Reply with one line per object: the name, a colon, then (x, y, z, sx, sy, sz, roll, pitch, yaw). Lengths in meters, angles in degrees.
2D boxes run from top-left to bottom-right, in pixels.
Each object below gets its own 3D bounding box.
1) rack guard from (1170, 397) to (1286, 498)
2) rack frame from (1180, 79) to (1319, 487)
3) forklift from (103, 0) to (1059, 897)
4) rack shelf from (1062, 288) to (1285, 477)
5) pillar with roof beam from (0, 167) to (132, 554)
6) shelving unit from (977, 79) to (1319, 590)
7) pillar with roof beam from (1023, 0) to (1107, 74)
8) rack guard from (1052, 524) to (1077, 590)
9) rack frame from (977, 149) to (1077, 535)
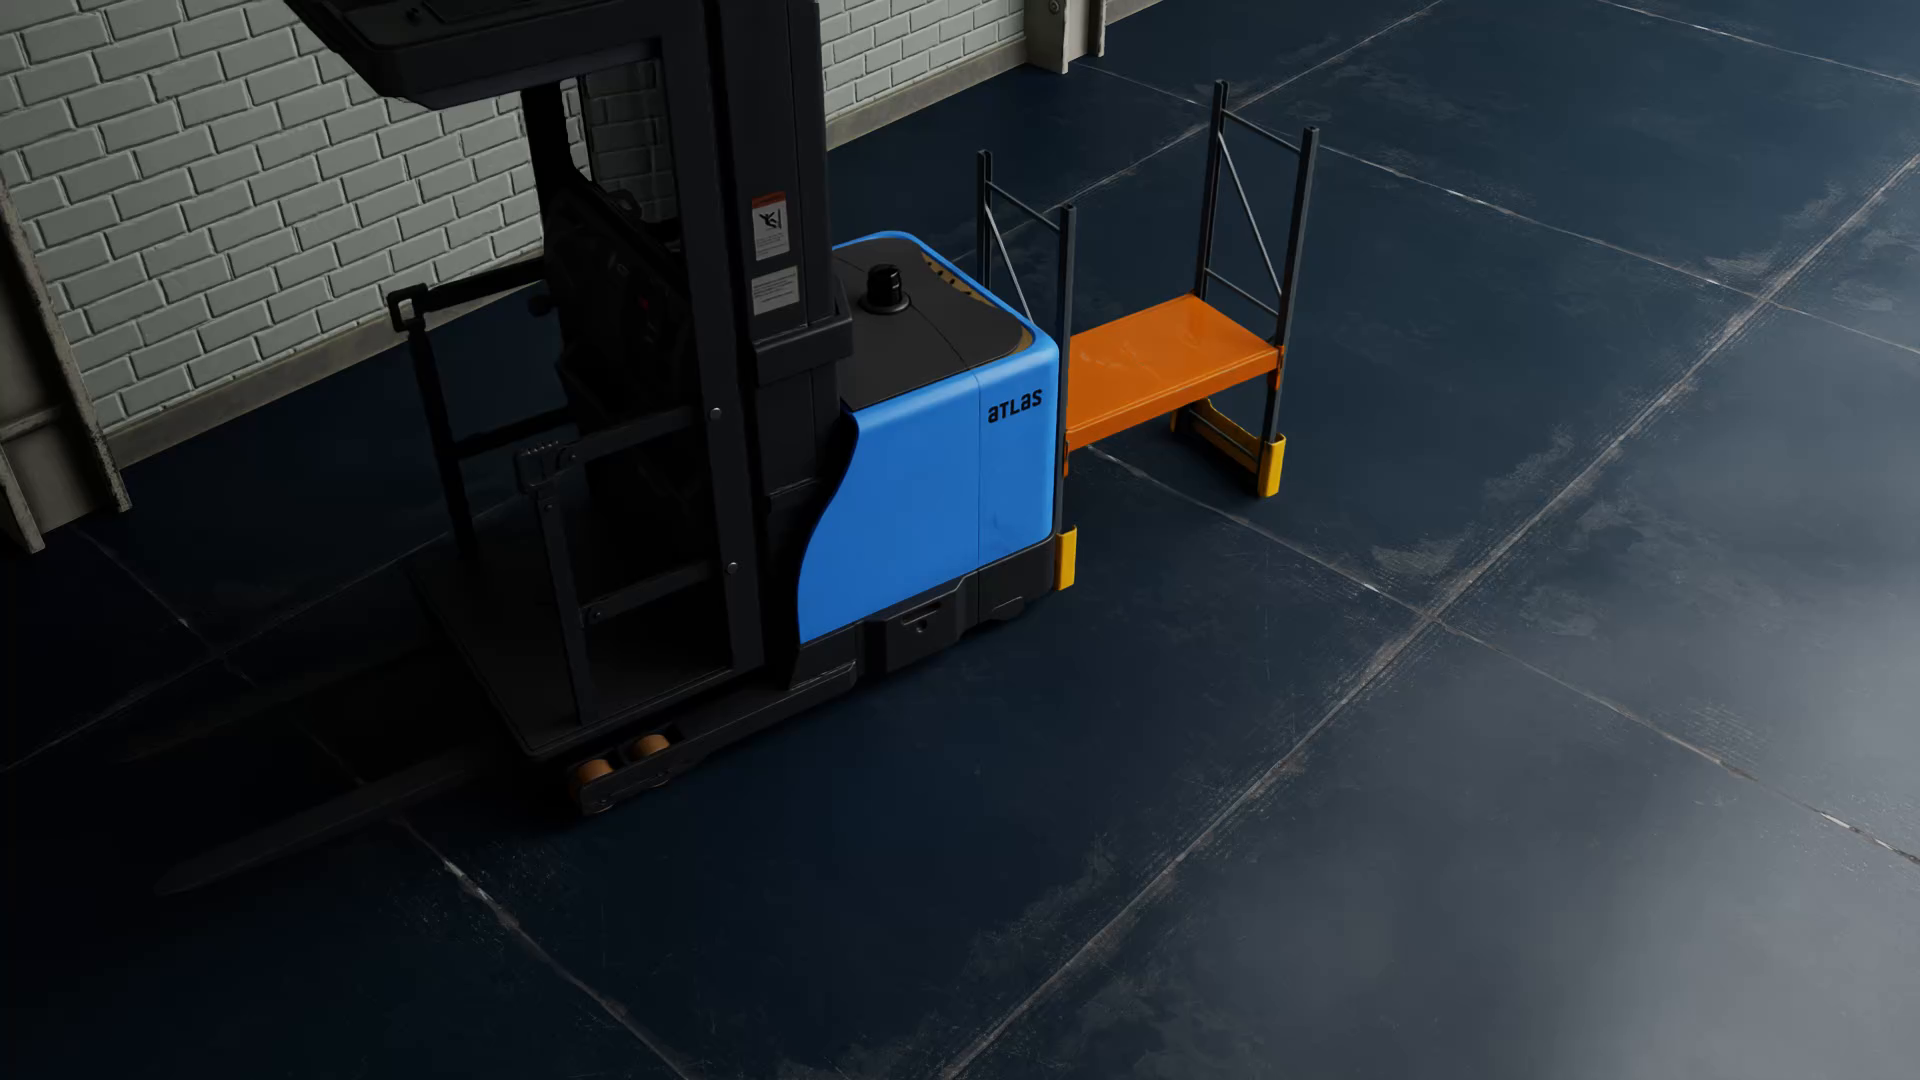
rack guard: (1.051, -0.423, 6.581, 0.087, 0.250, 0.587, -23, 44, -26)
rack frame: (1.052, -0.913, 6.193, 0.032, 1.500, 0.500, -23, 44, -26)
forklift: (-1.173, -0.675, 4.744, 3.031, 2.935, 1.130, -23, 44, -26)
rack shelf: (0.630, -0.595, 6.083, 1.000, 0.185, 0.538, -23, 44, -26)
pillar with roof beam: (-0.258, -1.816, 1.304, 9.100, 9.000, 0.400, 30, 47, 32)
shelving unit: (0.638, -0.739, 5.975, 1.083, 1.500, 0.587, -23, 44, -26)
pillar with roof beam: (3.790, -4.572, 4.770, 9.100, 9.000, 0.400, 30, 47, 32)
rack guard: (0.224, -0.077, 6.146, 0.087, 0.250, 0.587, -23, 44, -26)
rack frame: (0.208, -0.560, 5.749, 0.032, 1.500, 0.500, -23, 44, -26)
